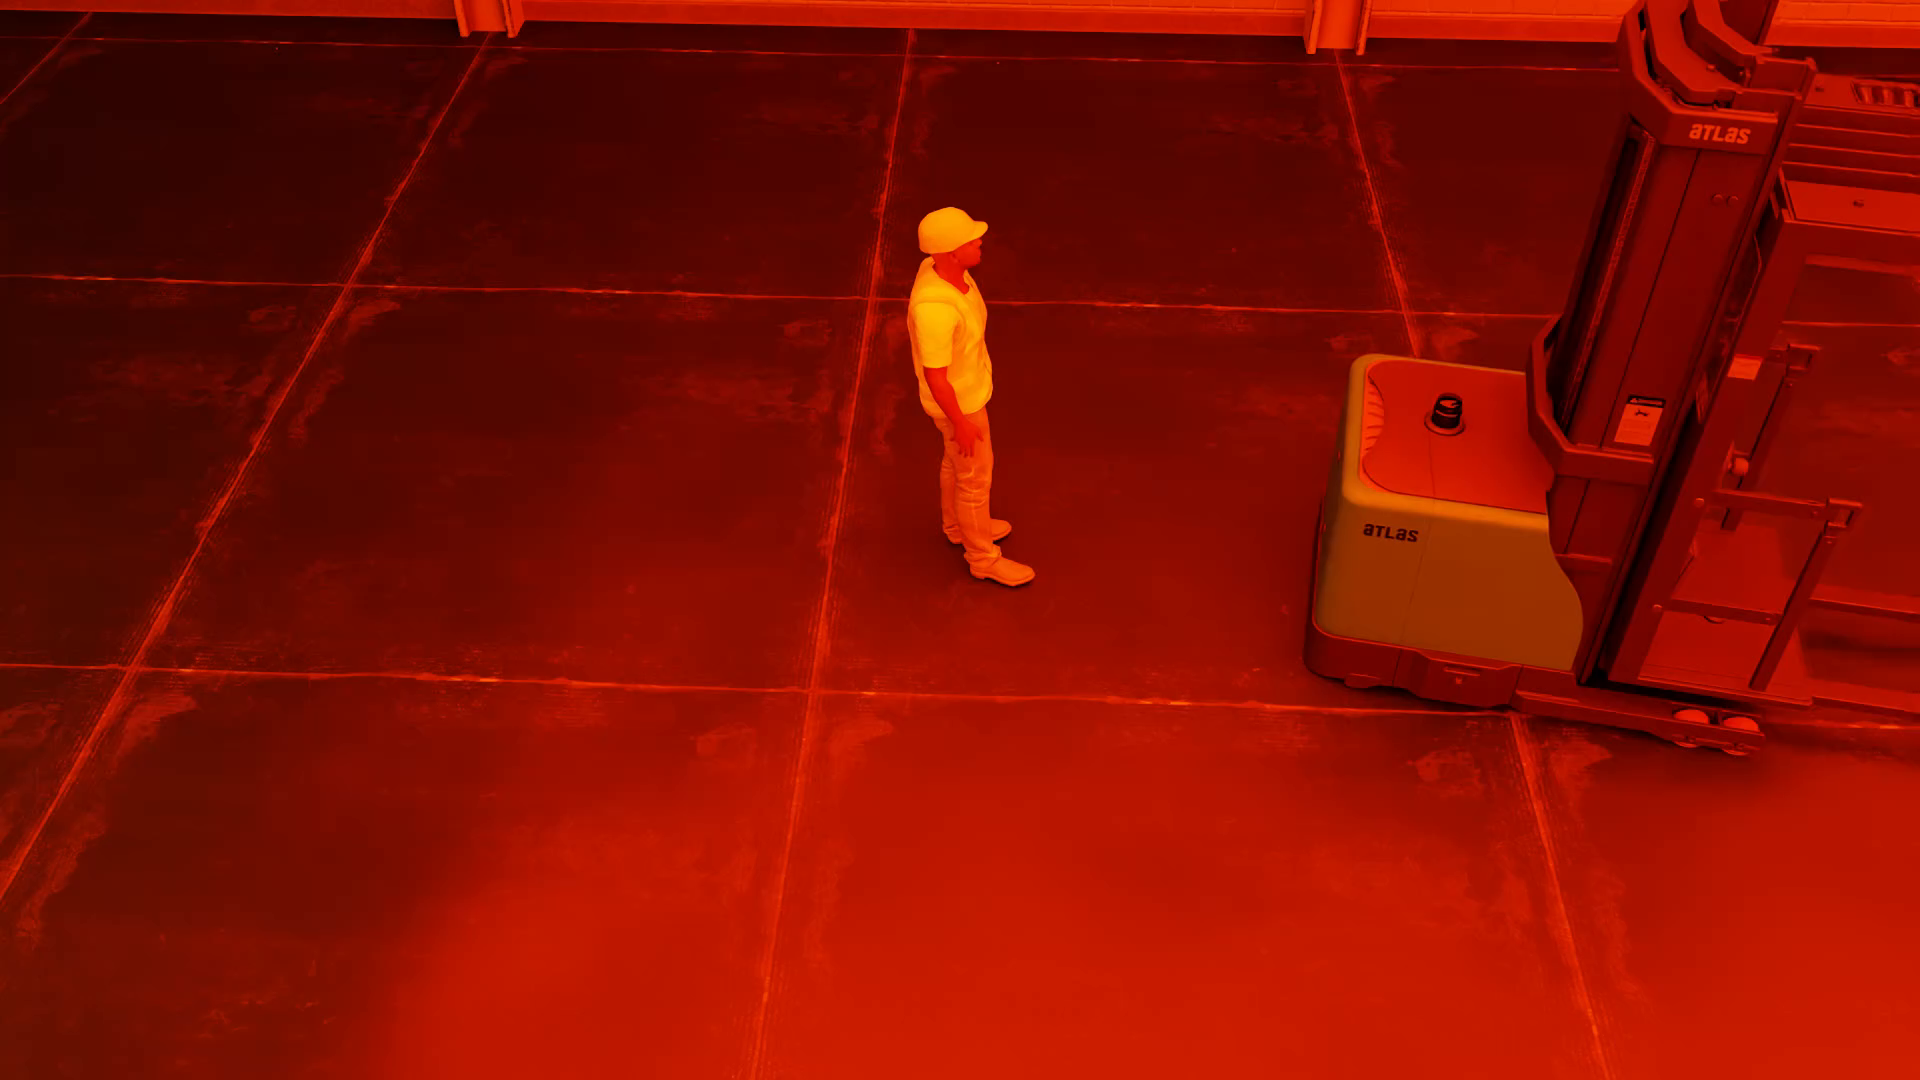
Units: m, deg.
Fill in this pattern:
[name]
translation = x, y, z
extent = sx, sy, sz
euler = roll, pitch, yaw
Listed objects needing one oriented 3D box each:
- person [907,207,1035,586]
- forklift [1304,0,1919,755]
[person]
translation = 0.070, -0.652, 7.309
extent = 0.575, 1.768, 0.665
euler = 2, 42, 2
[forklift]
translation = 3.070, -0.581, 6.378
extent = 3.031, 2.935, 1.130
euler = 8, 43, 9
